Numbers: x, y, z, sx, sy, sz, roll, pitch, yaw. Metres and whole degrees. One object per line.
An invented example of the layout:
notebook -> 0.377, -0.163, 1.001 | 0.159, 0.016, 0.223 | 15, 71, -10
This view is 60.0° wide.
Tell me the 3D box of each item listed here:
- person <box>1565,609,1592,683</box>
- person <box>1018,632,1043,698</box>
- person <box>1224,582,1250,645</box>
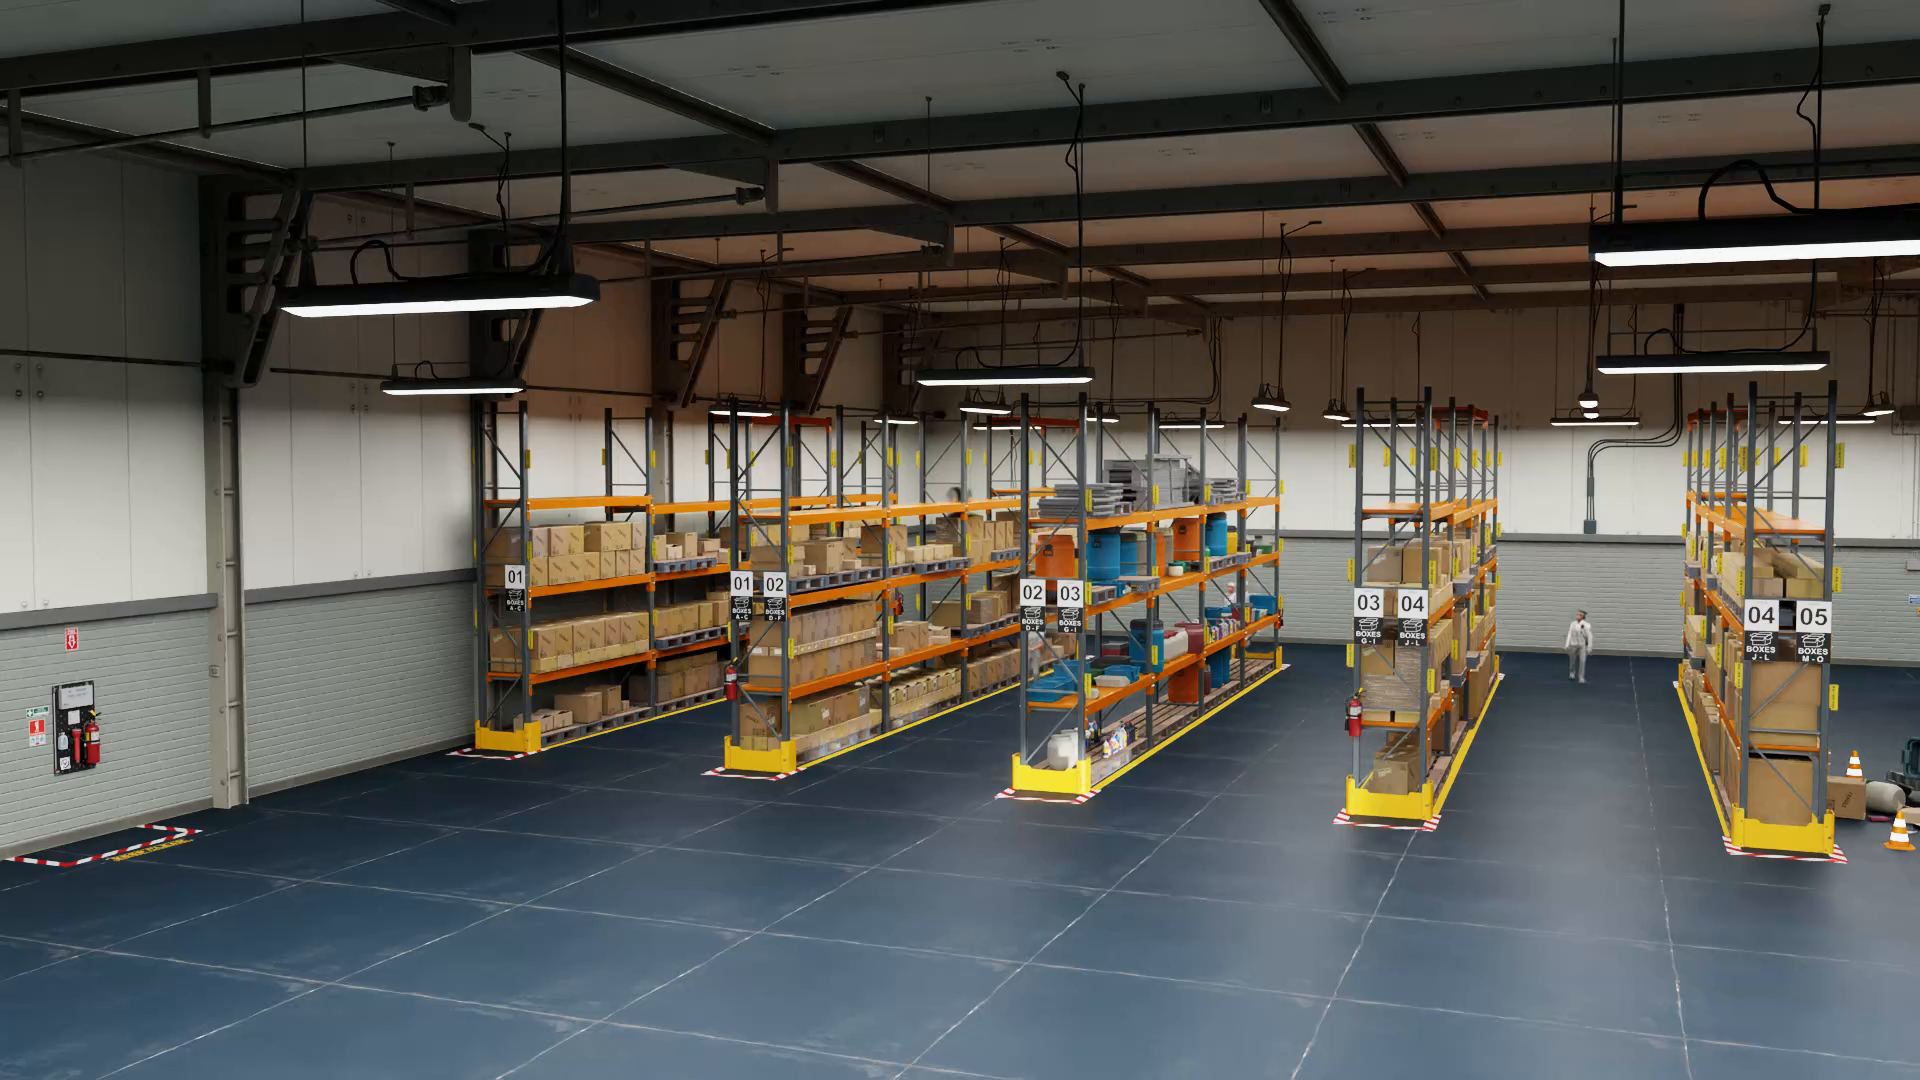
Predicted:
person -> 13.880, 2.362, 37.315 | 0.575, 1.642, 0.939 | 1, 3, 15
person -> 1.529, 2.498, 35.251 | 0.483, 1.619, 0.973 | 1, 3, 21
person -> 7.159, 1.987, 43.940 | 1.050, 1.758, 0.616 | -1, 3, -18
